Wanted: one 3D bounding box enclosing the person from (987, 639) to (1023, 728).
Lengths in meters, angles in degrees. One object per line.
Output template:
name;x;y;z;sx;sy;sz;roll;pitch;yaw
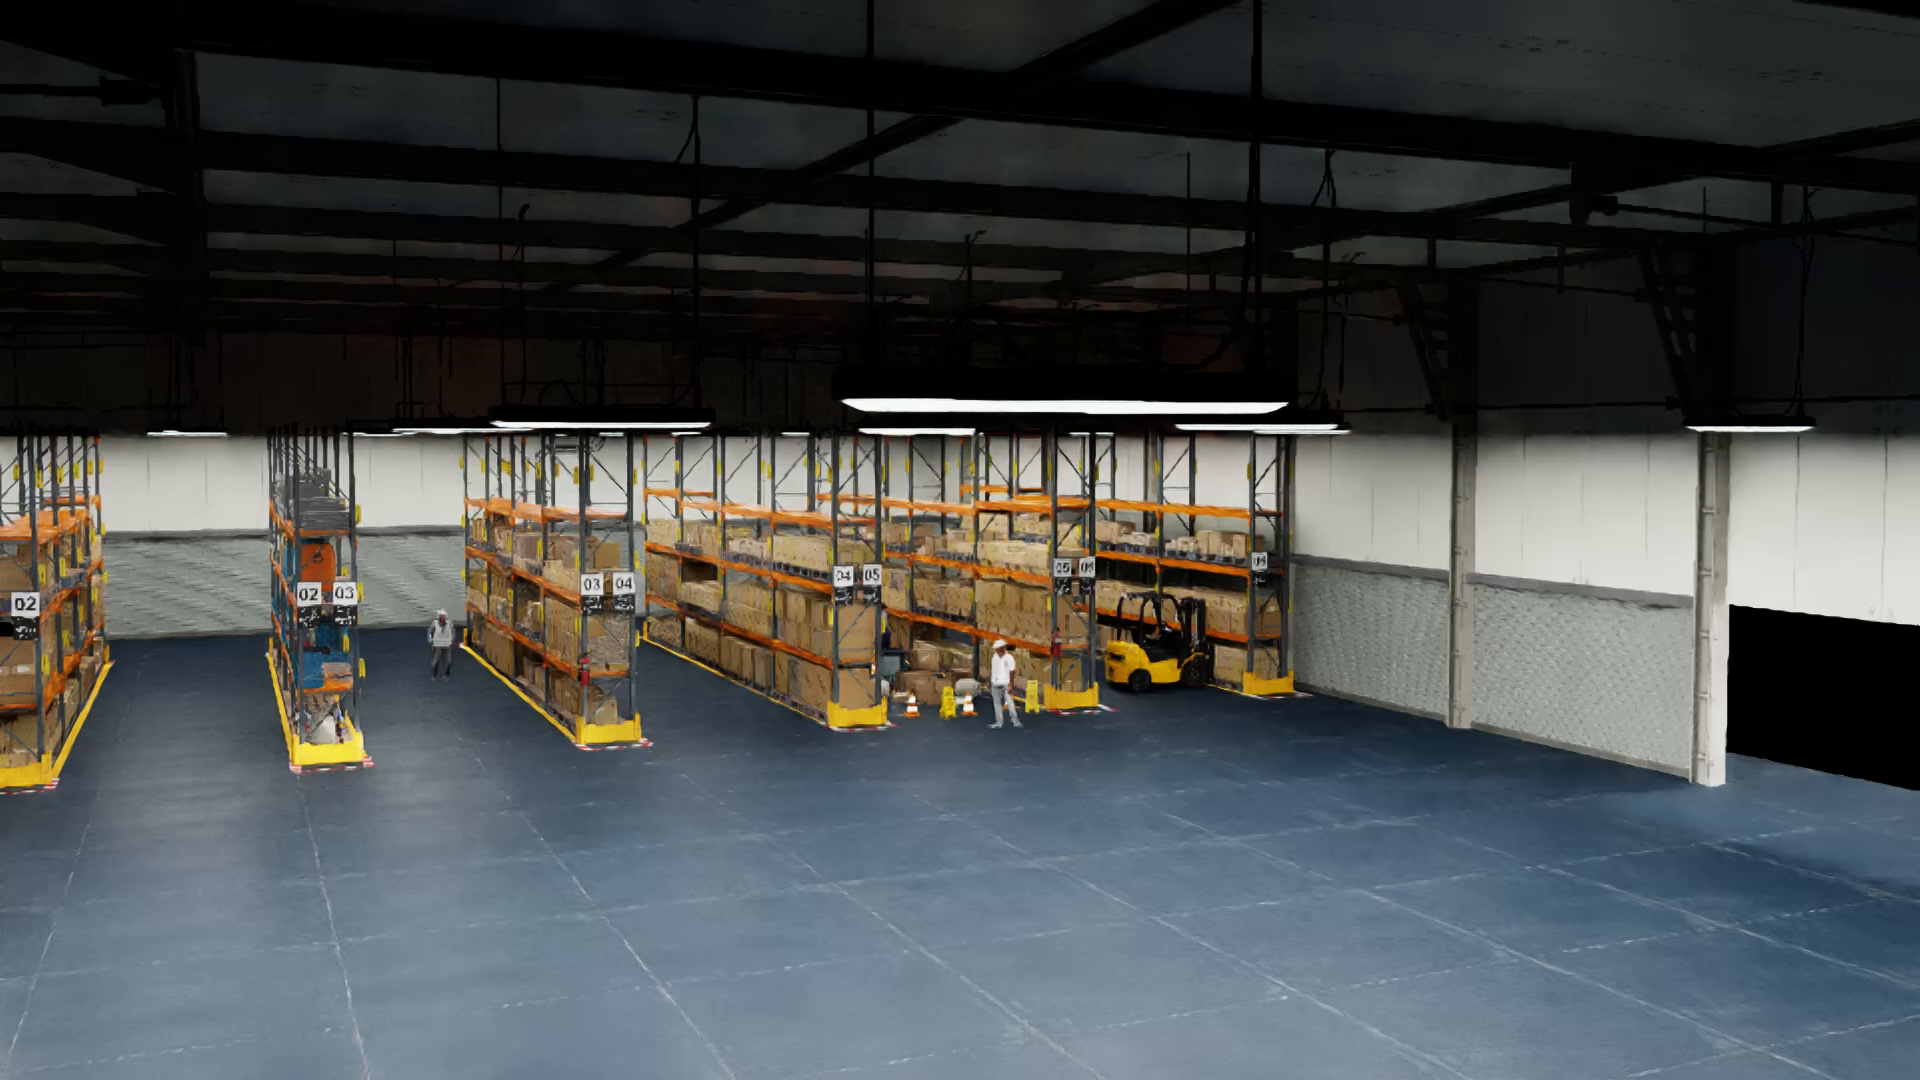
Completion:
person;0.893;2.839;32.924;0.747;1.764;0.475;3;4;37

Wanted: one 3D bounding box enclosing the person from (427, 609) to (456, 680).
person;-12.225;2.471;39.240;0.677;1.726;0.574;-2;4;-26

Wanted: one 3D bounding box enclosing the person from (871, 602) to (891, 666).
person;-1.944;2.360;41.427;0.552;1.642;0.583;0;3;-1

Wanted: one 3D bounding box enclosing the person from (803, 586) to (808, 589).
person;-4.717;1.560;53.443;0.695;1.763;0.540;2;4;29
